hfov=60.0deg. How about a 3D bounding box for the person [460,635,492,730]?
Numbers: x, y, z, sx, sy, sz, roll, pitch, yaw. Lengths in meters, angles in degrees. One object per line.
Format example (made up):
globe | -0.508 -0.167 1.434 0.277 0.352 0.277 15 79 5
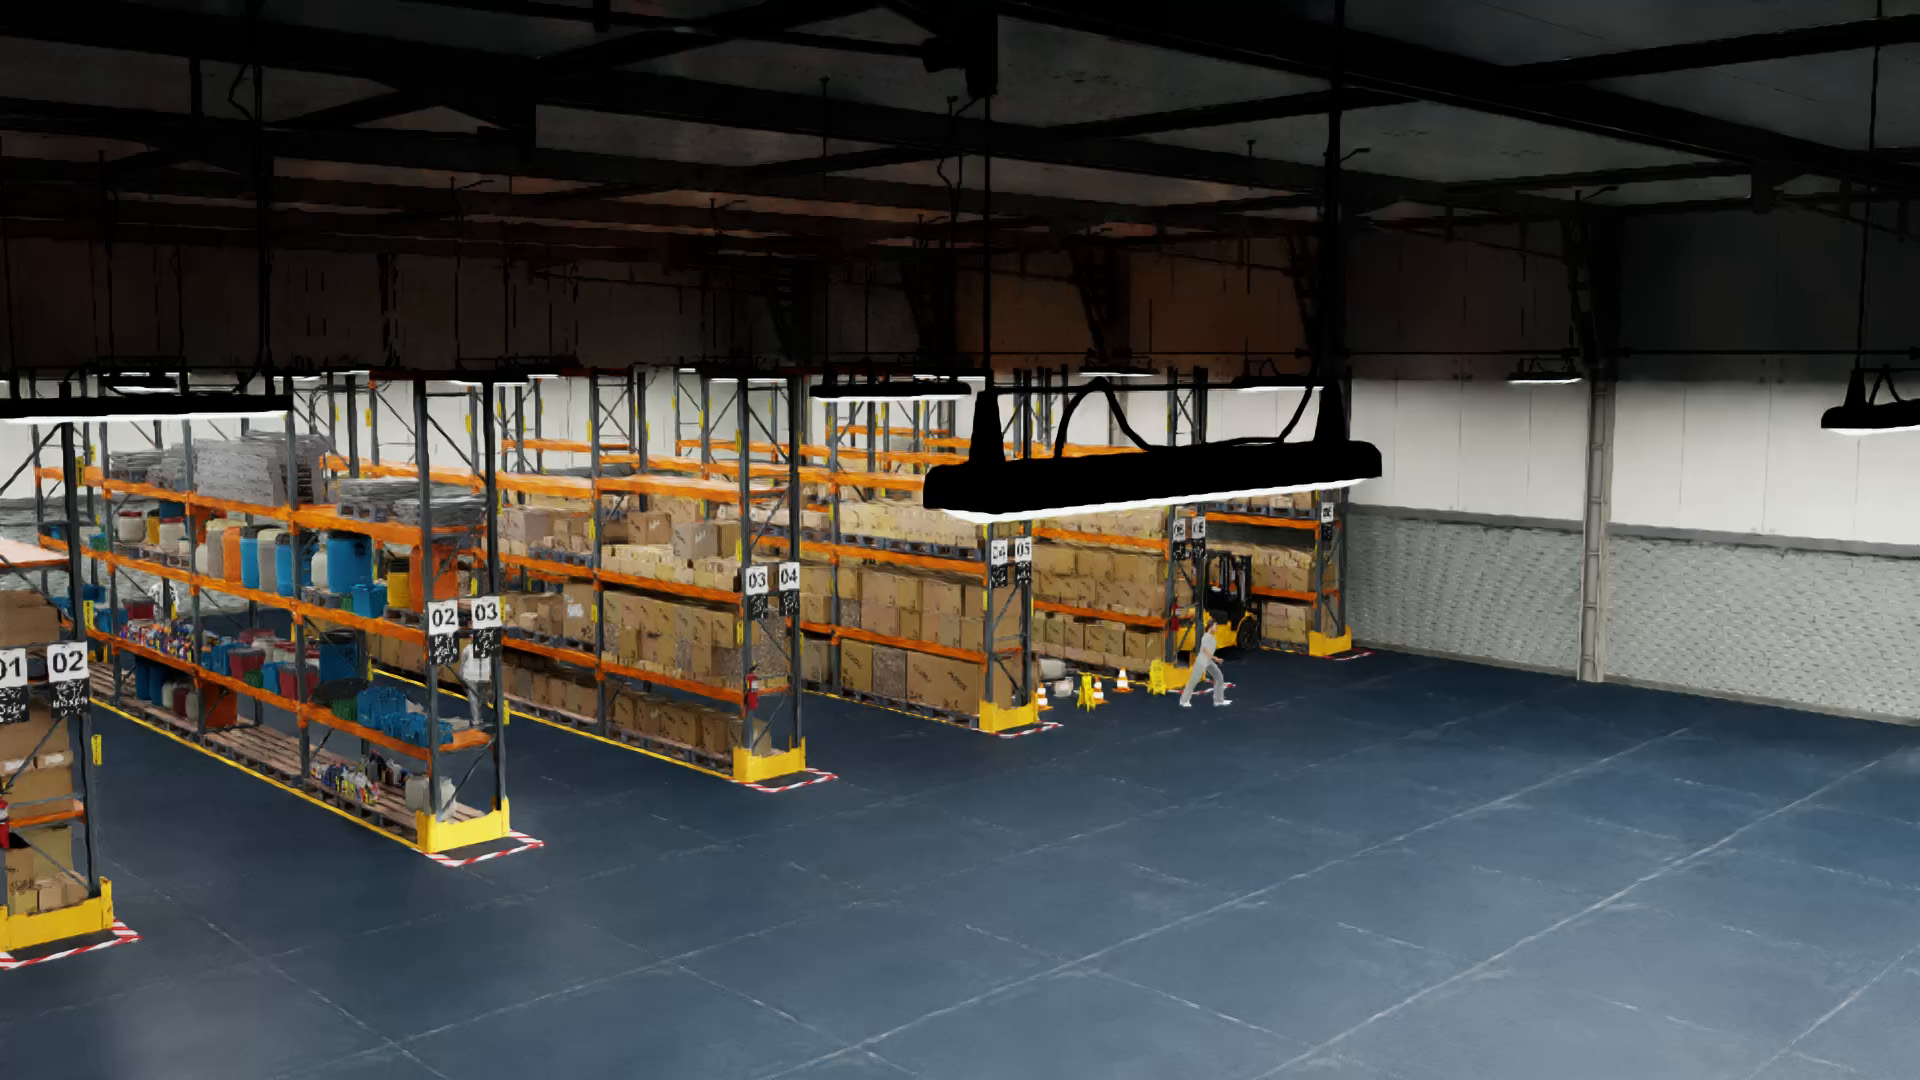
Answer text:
person | -8.100 2.317 27.982 0.539 1.715 1.031 -5 8 -35

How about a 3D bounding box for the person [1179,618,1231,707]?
person | 4.364 2.176 29.693 0.817 1.601 0.609 4 7 29

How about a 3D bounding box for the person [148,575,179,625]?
person | -17.326 1.451 36.182 0.512 1.627 0.639 6 9 43

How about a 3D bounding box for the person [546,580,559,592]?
person | -10.807 0.566 43.432 0.608 1.754 0.579 -1 7 -8
